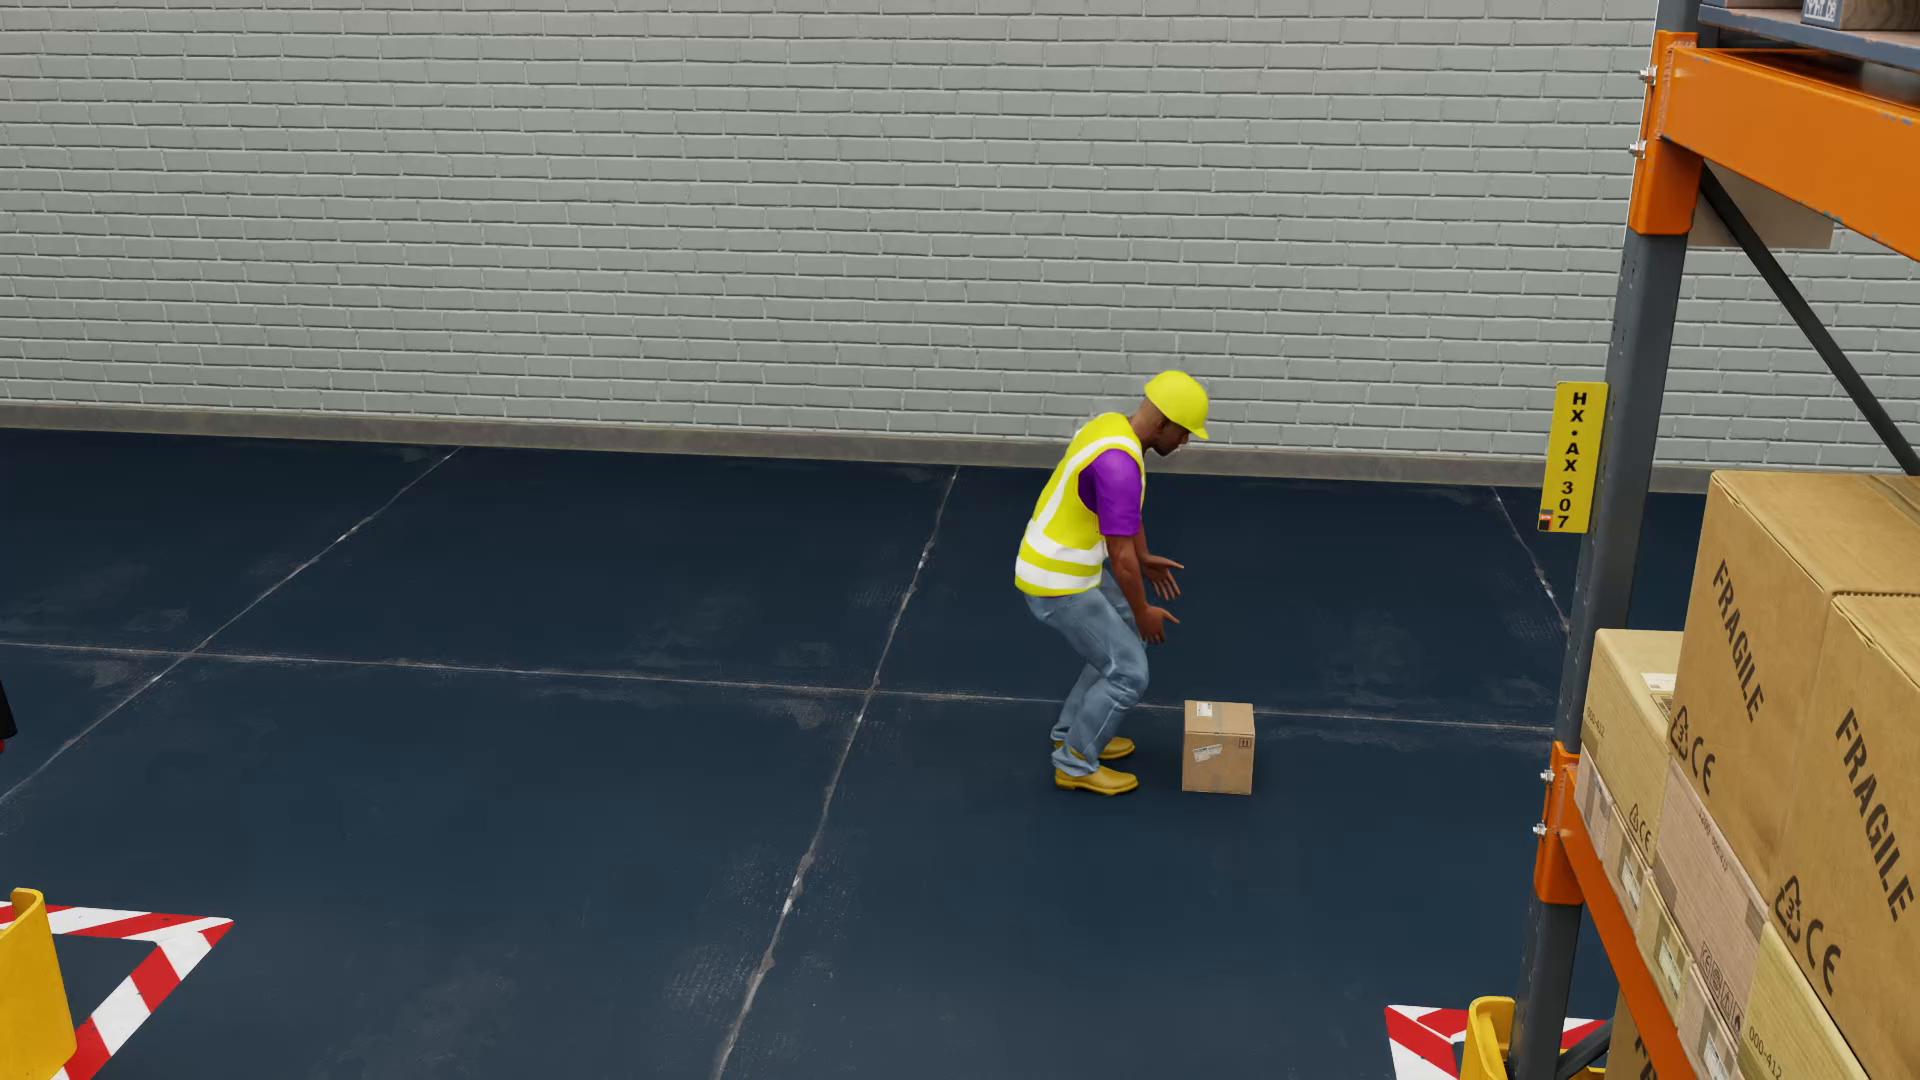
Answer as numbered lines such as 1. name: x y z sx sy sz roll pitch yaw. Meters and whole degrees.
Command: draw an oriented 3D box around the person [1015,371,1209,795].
1. person: 0.535 0.131 6.020 0.666 1.544 0.625 3 21 7
